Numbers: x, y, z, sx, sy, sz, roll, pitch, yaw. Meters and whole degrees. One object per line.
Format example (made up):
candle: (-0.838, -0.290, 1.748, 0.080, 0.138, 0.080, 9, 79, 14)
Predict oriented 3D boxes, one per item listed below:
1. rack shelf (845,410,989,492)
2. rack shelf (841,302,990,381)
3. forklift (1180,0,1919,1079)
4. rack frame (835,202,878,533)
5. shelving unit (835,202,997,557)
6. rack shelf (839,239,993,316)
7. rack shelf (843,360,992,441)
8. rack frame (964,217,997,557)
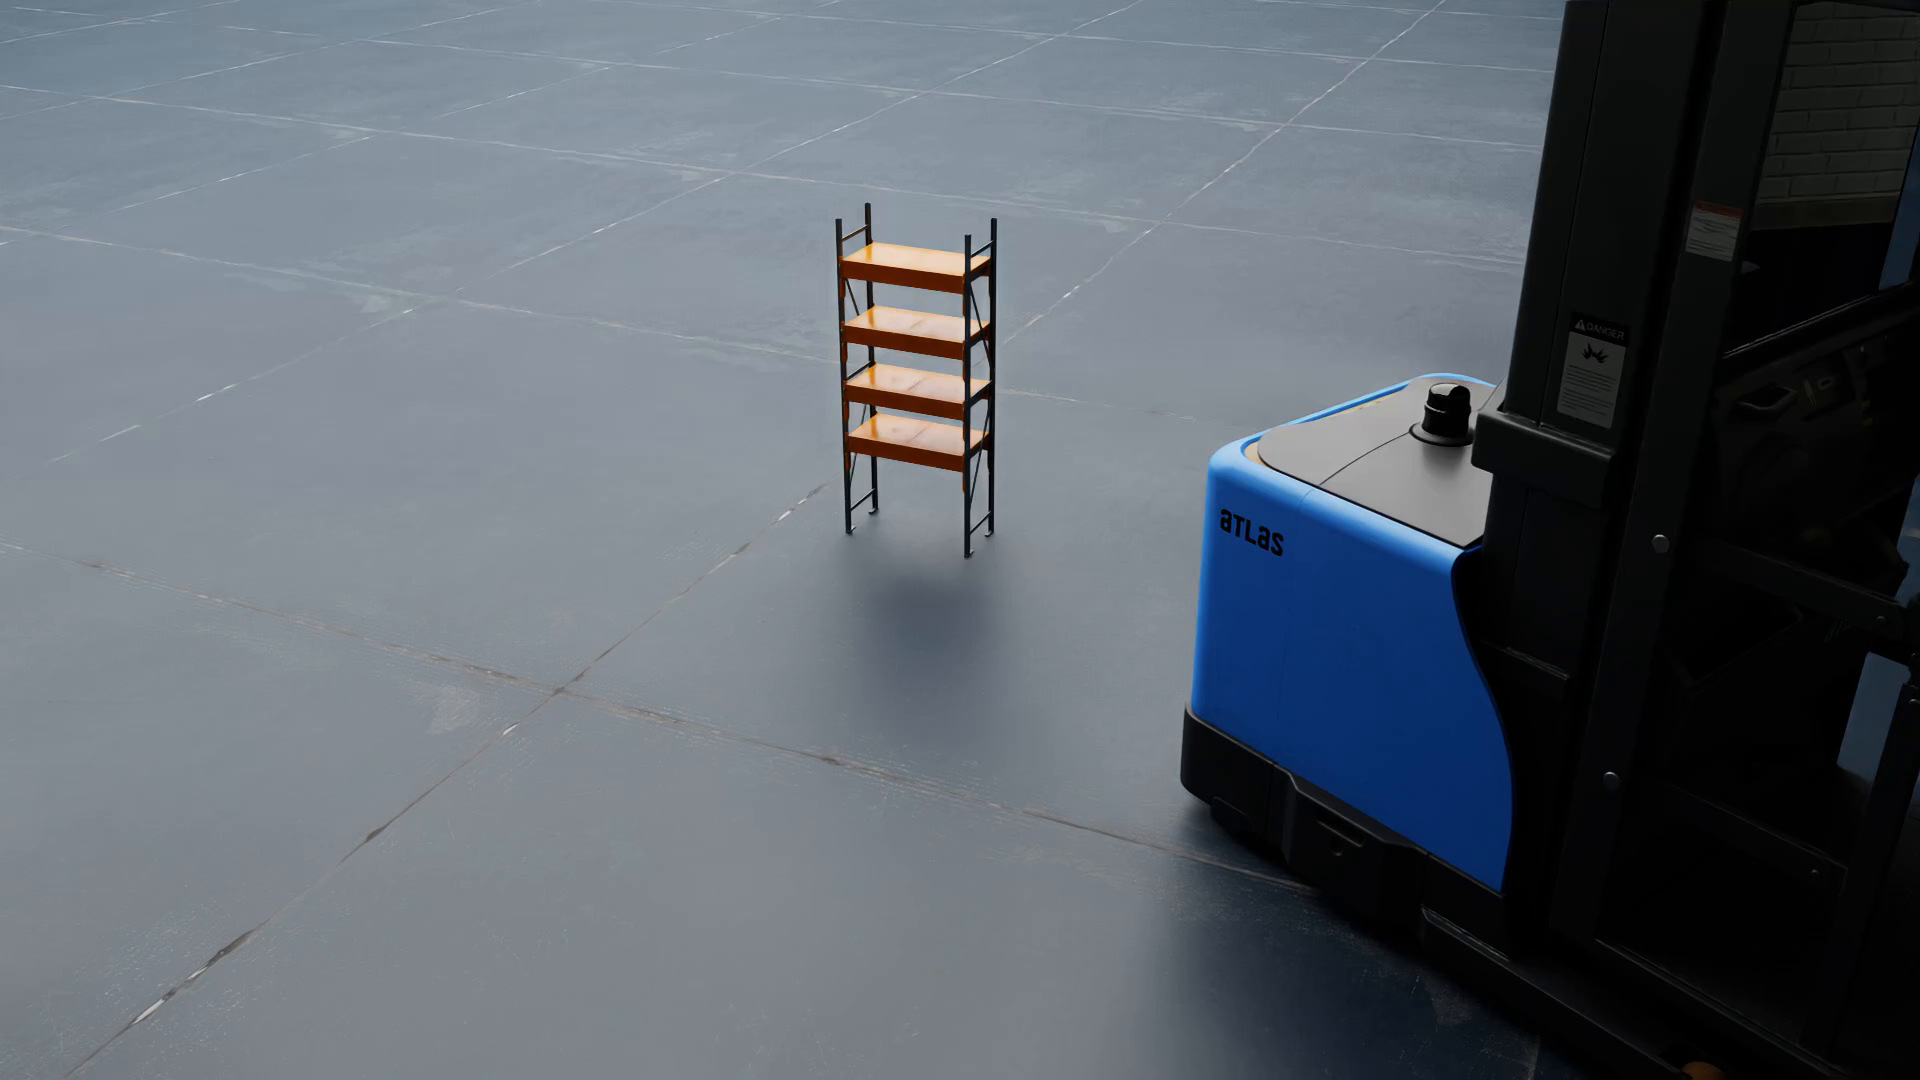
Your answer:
rack shelf: (-0.151, -0.330, 6.101, 0.480, 0.148, 0.258, 11, 28, 22)
rack shelf: (-0.151, -0.709, 5.914, 0.480, 0.148, 0.258, 11, 28, 22)
forklift: (1.927, -0.207, 3.288, 1.130, 2.935, 3.031, -19, 32, -34)
rack frame: (-0.373, -0.613, 6.074, 0.015, 1.200, 0.240, 11, 28, 22)
shelving unit: (-0.151, -0.569, 5.984, 0.503, 1.200, 0.258, 11, 28, 22)
rack shelf: (-0.151, -0.921, 5.810, 0.480, 0.148, 0.258, 11, 28, 22)
rack shelf: (-0.151, -0.508, 6.013, 0.480, 0.148, 0.258, 11, 28, 22)
rack frame: (0.071, -0.524, 5.893, 0.015, 1.200, 0.240, 11, 28, 22)
